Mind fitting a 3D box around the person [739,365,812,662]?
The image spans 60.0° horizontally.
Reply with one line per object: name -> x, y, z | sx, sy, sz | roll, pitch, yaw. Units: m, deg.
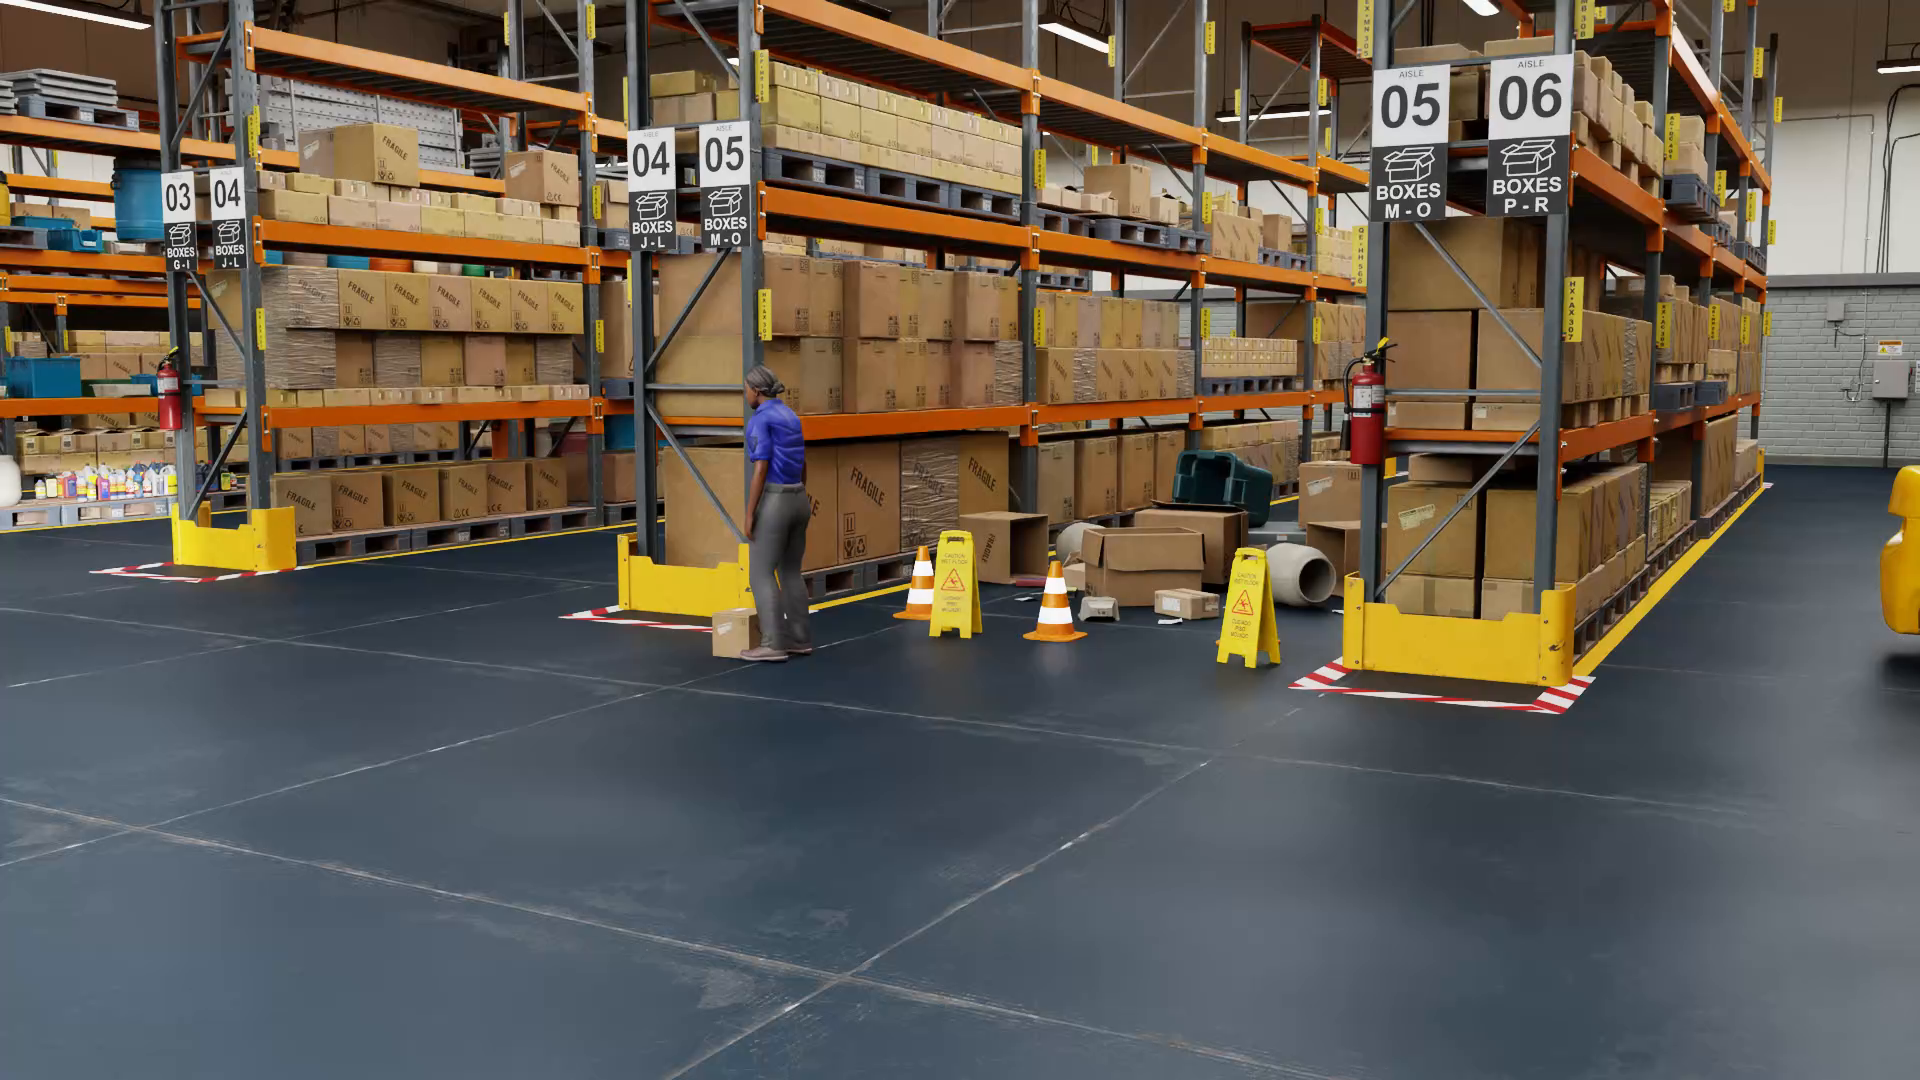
person -> -1.037, -0.141, 9.356 | 0.352, 1.627, 0.512 | 3, 7, 28
